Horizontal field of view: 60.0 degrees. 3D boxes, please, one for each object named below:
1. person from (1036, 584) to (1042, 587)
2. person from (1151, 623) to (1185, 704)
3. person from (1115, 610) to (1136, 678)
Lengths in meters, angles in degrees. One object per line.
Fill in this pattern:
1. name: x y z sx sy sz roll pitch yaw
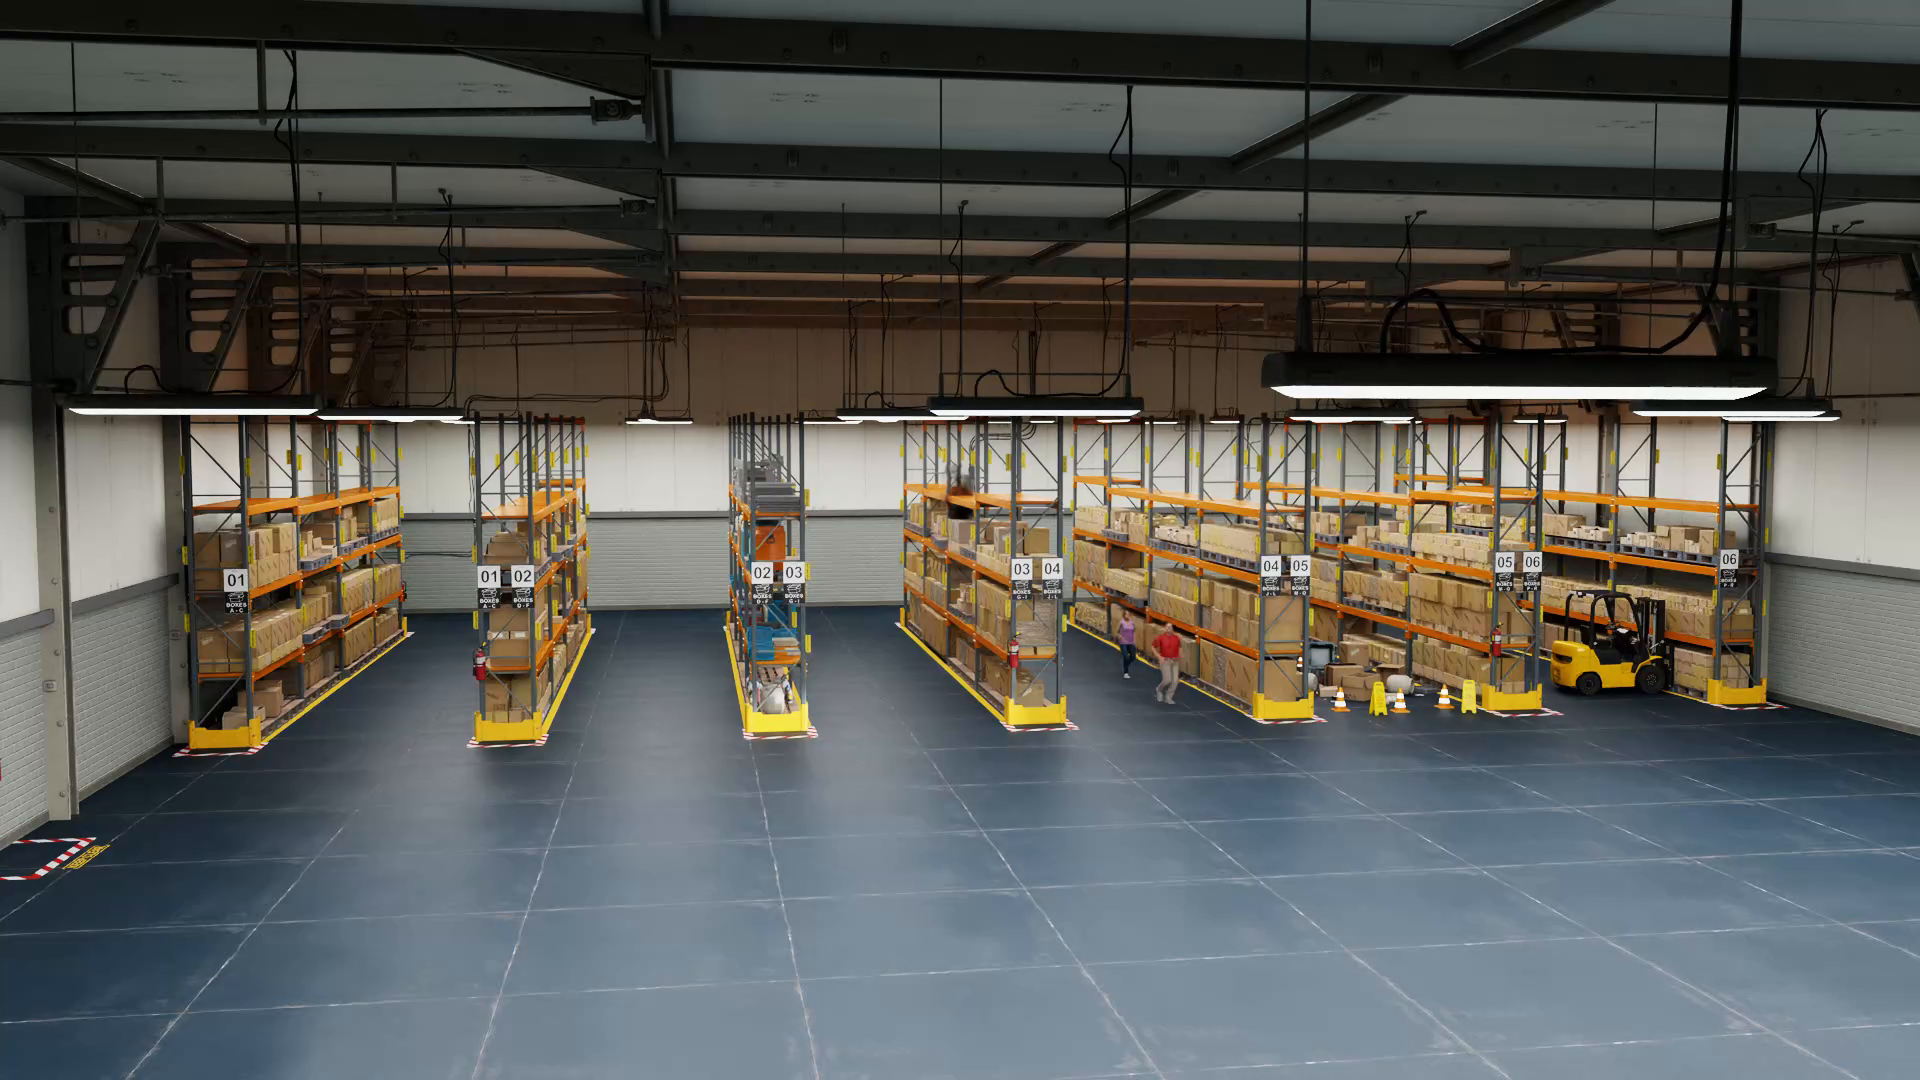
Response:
1. person: 2.237 1.610 49.231 0.531 1.562 0.680 -2 5 -32
2. person: 4.328 2.547 34.277 0.656 1.676 0.610 -2 4 -23
3. person: 3.802 2.369 37.920 0.532 1.550 0.559 -1 4 -14
